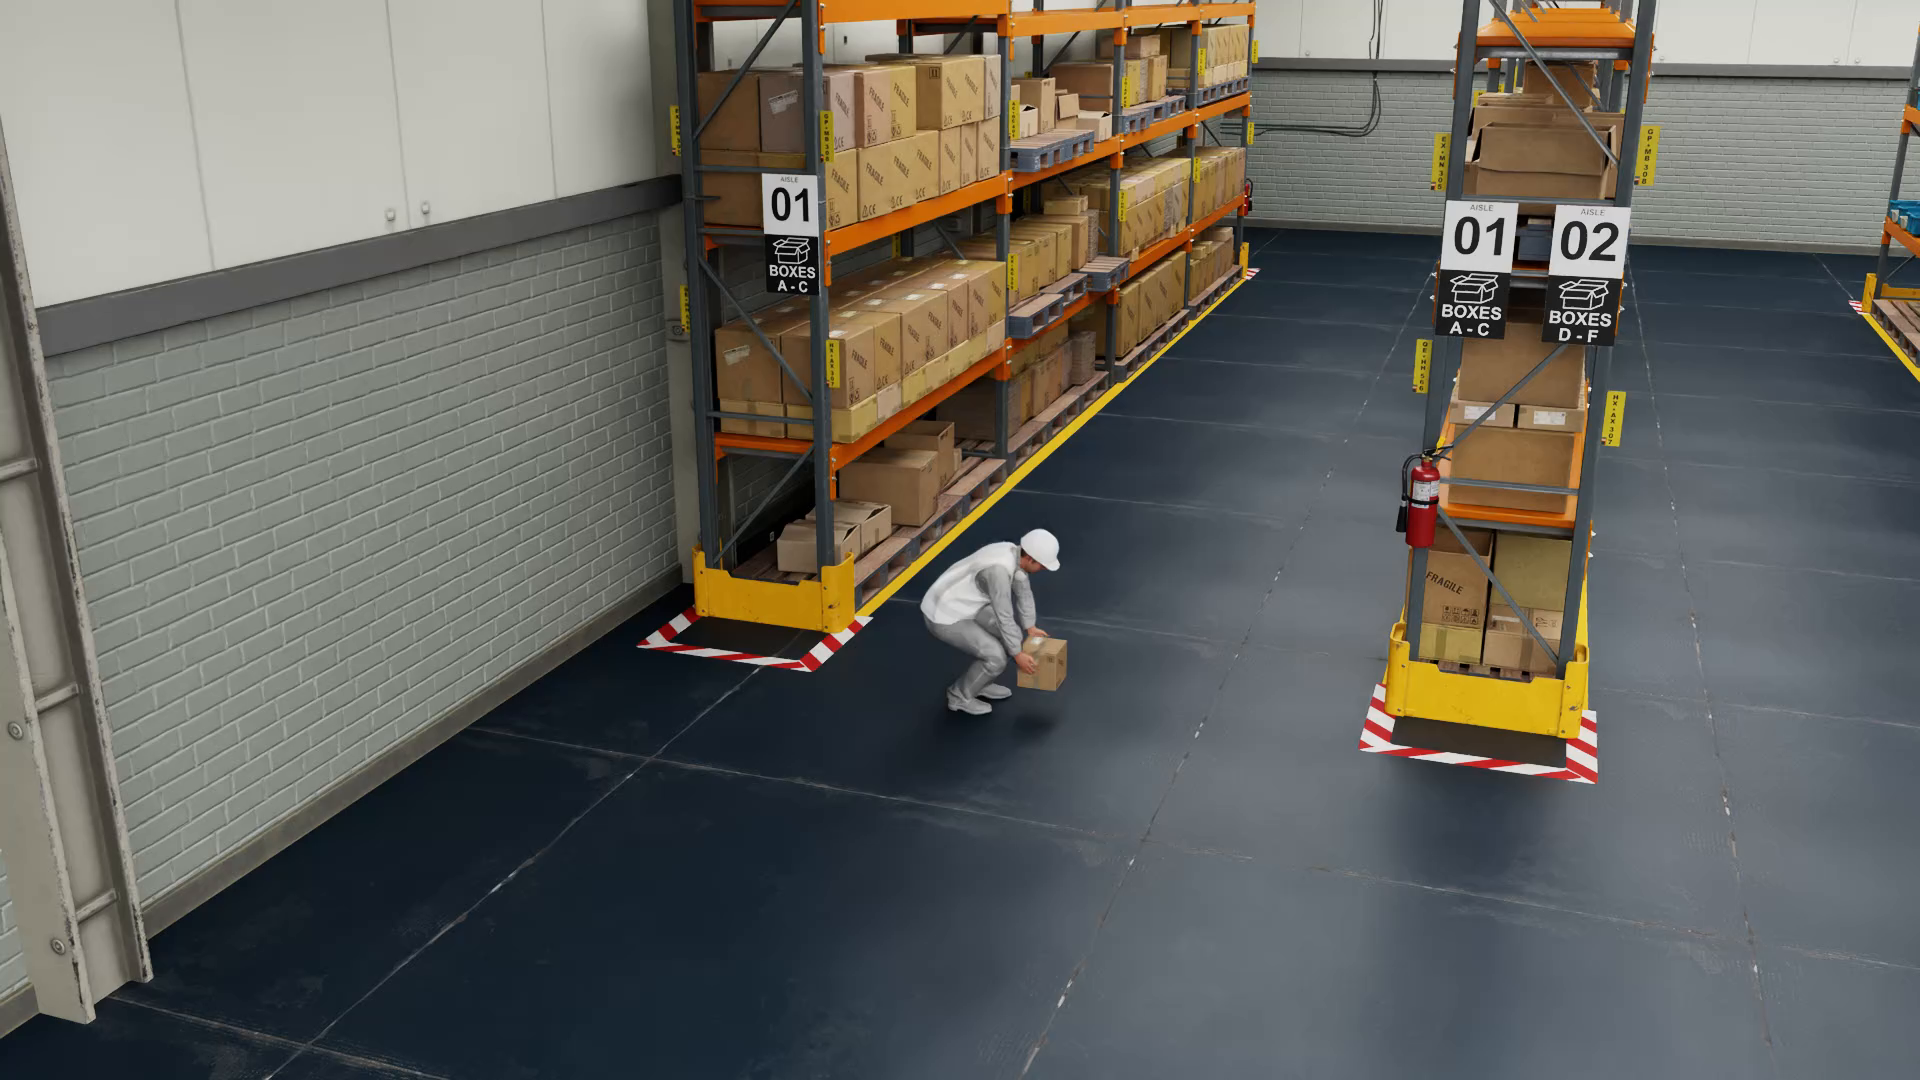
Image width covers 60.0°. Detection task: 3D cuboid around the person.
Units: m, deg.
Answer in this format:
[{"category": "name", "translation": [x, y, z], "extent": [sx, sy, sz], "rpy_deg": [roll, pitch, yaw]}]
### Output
[{"category": "person", "translation": [0.200, 0.474, 10.518], "extent": [0.849, 1.196, 0.570], "rpy_deg": [6, 20, 18]}]
